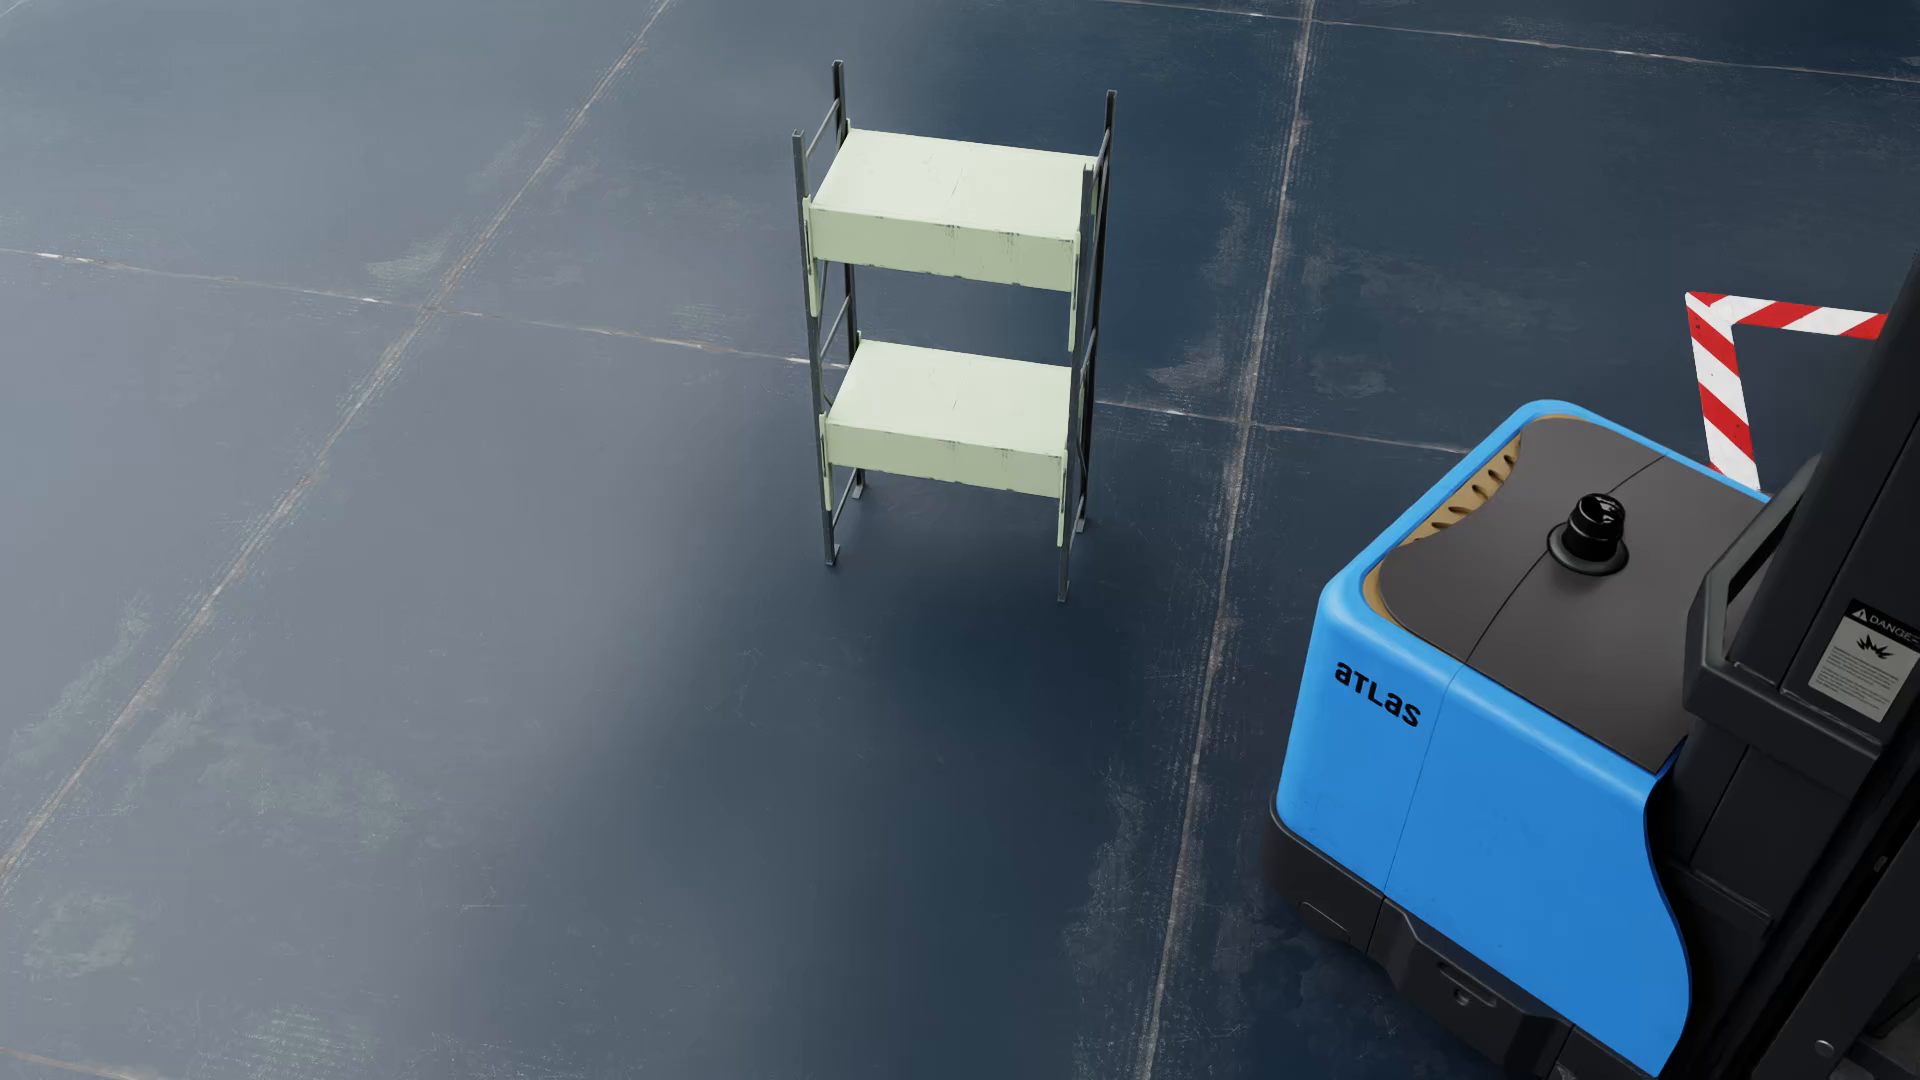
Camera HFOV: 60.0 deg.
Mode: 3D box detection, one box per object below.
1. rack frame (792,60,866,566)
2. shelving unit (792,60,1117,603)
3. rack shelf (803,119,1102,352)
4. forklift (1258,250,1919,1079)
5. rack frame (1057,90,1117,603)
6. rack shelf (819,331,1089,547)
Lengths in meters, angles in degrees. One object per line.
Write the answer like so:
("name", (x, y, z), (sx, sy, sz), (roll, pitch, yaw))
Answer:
("rack frame", (-0.364, -0.597, 4.789), (0.023, 1.500, 0.400), (9, 45, 9))
("shelving unit", (-0.007, -0.541, 4.731), (0.755, 1.500, 0.431), (9, 45, 9))
("rack shelf", (-0.007, -0.823, 4.460), (0.720, 0.370, 0.431), (9, 45, 9))
("forklift", (2.184, 0.290, 2.835), (3.031, 2.935, 1.130), (33, 53, 30))
("rack frame", (0.351, -0.486, 4.673), (0.023, 1.500, 0.400), (9, 45, 9))
("rack shelf", (-0.007, -0.306, 4.957), (0.720, 0.370, 0.431), (9, 45, 9))
